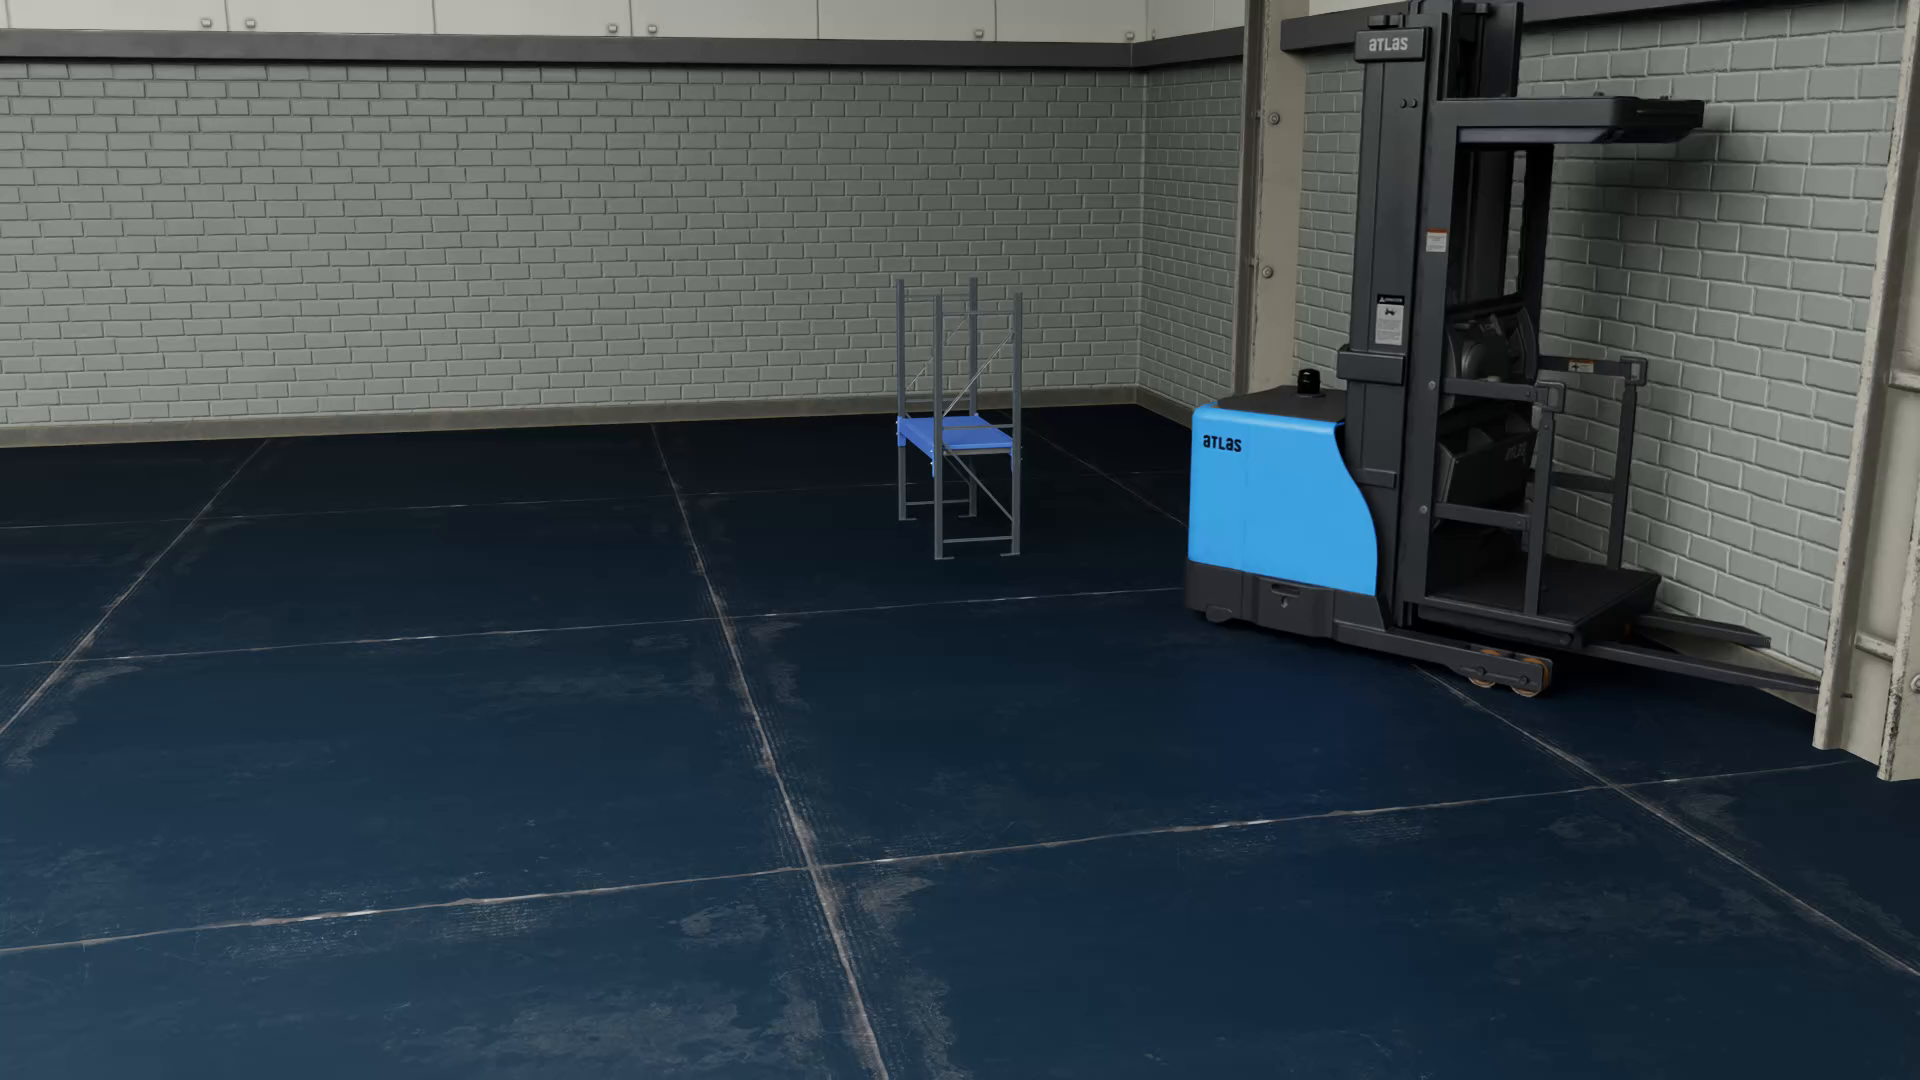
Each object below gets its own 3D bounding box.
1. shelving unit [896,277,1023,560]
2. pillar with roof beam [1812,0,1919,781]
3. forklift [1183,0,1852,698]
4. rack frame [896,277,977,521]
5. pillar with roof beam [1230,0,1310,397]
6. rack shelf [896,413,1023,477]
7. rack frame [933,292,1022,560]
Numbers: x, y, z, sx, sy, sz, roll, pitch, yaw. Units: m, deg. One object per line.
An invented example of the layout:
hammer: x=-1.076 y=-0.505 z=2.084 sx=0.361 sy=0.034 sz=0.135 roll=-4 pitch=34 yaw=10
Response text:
shelving unit: x=-0.020 y=-0.748 z=9.830 sx=0.538 sy=1.500 sz=1.048 roll=-3 pitch=14 yaw=-13
pillar with roof beam: x=-0.610 y=-3.282 z=4.398 sx=9.100 sy=9.000 sz=0.400 roll=-3 pitch=14 yaw=-13
forklift: x=2.564 y=-0.889 z=7.390 sx=3.031 sy=2.935 sz=1.130 roll=11 pitch=18 yaw=39
rack frame: x=-0.139 y=-0.866 z=10.310 sx=0.500 sy=1.500 sz=0.032 roll=-3 pitch=14 yaw=-13
pillar with roof beam: x=-2.019 y=-4.666 z=10.064 sx=9.100 sy=9.000 sz=0.400 roll=-3 pitch=14 yaw=-13
rack shelf: x=-0.020 y=-0.574 z=9.872 sx=0.538 sy=0.185 sz=1.000 roll=-3 pitch=14 yaw=-13
rack frame: x=0.099 y=-0.631 z=9.350 sx=0.500 sy=1.500 sz=0.032 roll=-3 pitch=14 yaw=-13
